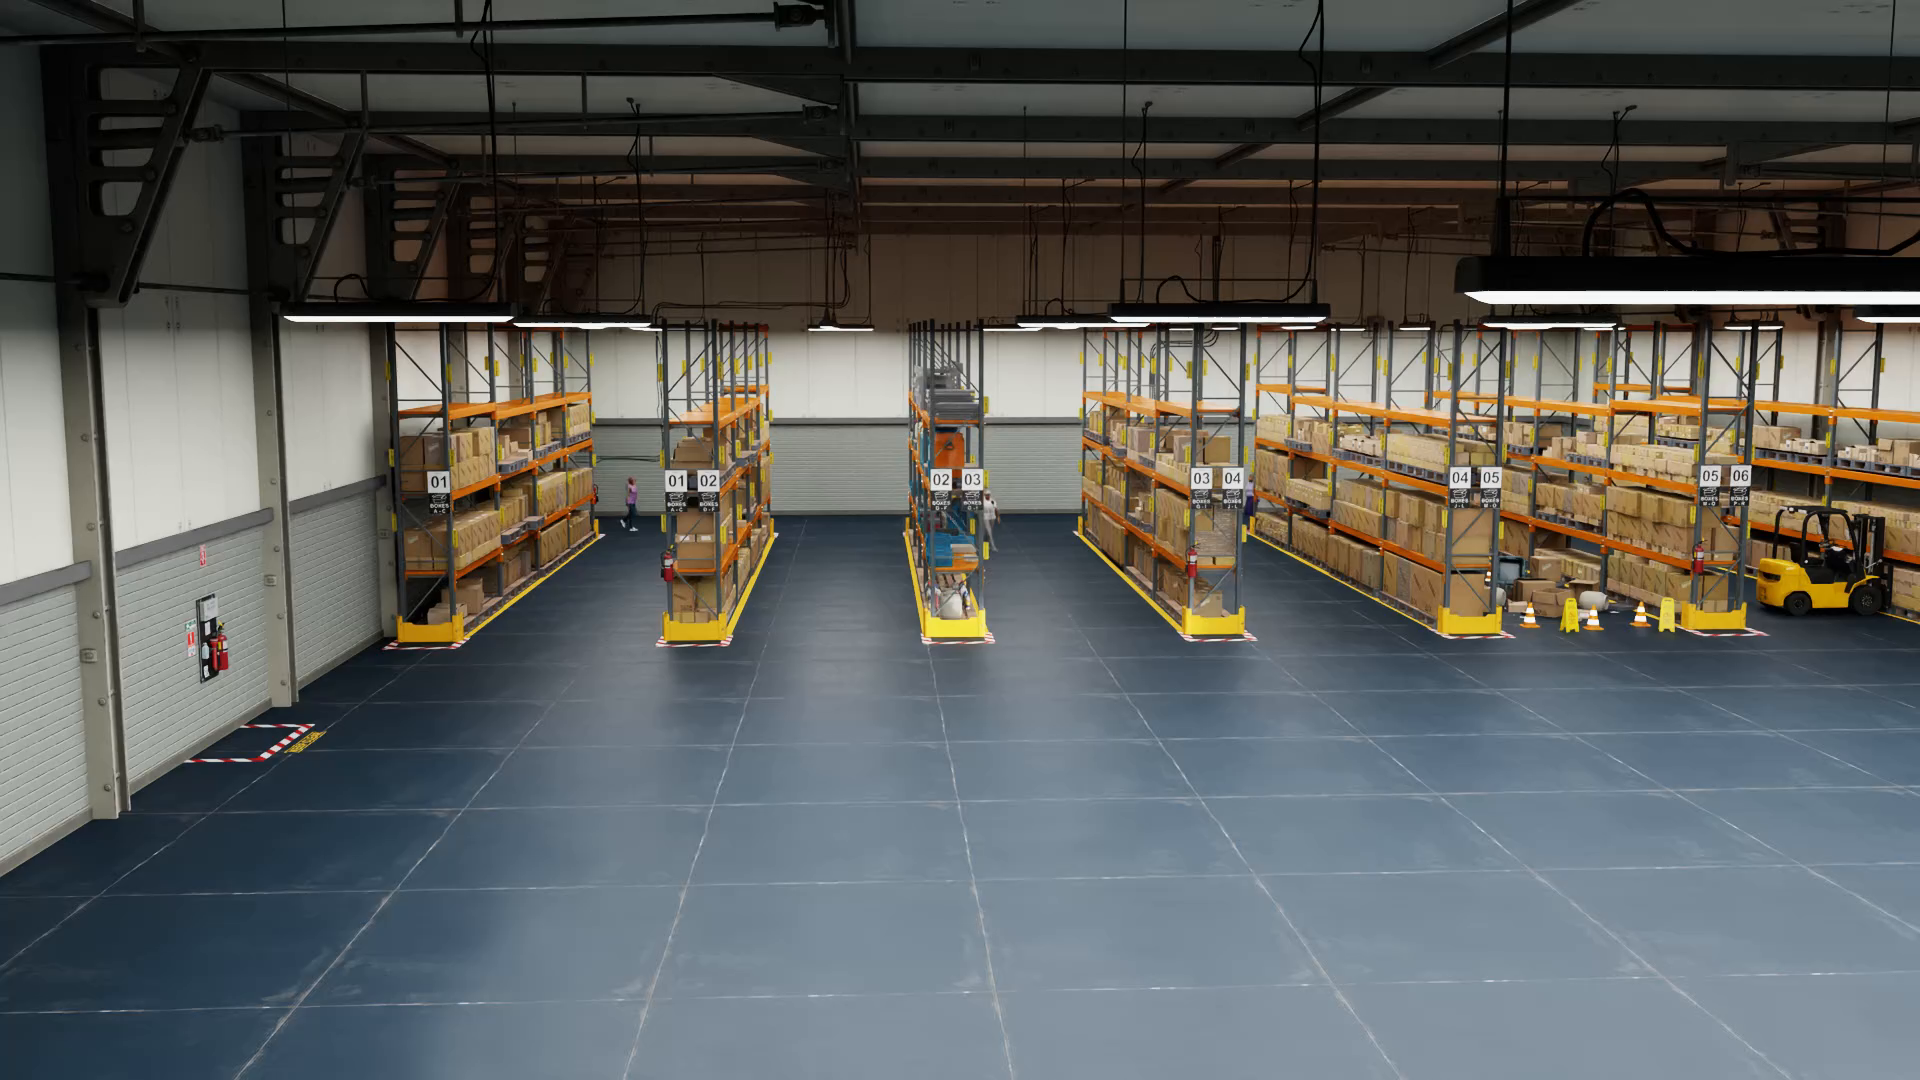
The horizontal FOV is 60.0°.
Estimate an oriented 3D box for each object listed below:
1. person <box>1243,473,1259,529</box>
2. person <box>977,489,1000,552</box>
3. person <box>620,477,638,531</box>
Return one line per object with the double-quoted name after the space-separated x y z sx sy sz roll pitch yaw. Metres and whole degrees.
8.635 -1.152 48.982 0.552 1.633 0.469 -2 7 -12 "person"
0.792 -0.542 44.057 0.490 1.625 0.985 -4 8 -29 "person"
-9.660 -1.069 48.550 0.612 1.578 0.422 2 7 14 "person"
